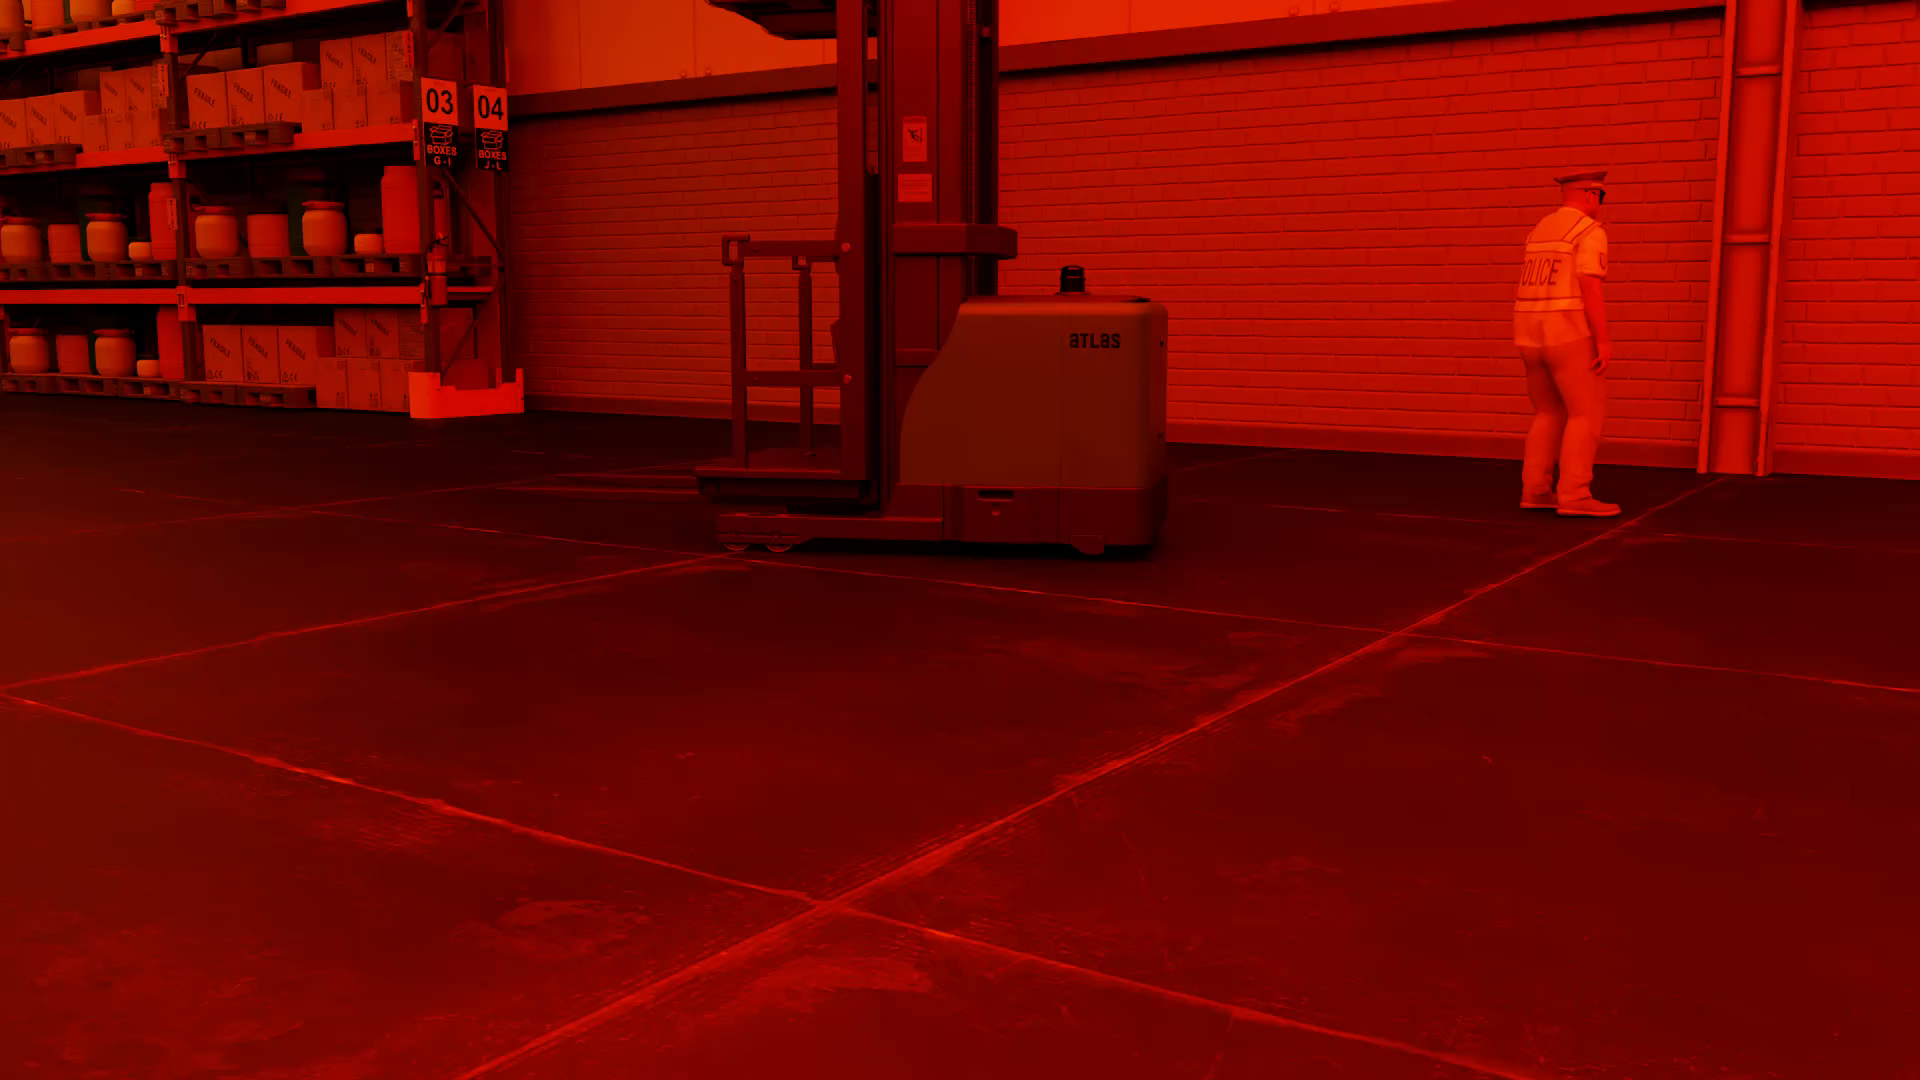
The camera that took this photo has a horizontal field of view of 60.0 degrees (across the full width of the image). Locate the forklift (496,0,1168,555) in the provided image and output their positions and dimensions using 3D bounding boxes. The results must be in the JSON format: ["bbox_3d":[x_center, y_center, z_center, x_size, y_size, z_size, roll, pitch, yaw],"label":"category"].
[{"bbox_3d":[-0.596,-1.469,7.520,3.031,2.935,1.130,2,8,12],"label":"forklift"}]

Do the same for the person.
[{"bbox_3d":[3.080,-1.008,8.495,0.440,1.745,0.585,-3,9,-18],"label":"person"}]
